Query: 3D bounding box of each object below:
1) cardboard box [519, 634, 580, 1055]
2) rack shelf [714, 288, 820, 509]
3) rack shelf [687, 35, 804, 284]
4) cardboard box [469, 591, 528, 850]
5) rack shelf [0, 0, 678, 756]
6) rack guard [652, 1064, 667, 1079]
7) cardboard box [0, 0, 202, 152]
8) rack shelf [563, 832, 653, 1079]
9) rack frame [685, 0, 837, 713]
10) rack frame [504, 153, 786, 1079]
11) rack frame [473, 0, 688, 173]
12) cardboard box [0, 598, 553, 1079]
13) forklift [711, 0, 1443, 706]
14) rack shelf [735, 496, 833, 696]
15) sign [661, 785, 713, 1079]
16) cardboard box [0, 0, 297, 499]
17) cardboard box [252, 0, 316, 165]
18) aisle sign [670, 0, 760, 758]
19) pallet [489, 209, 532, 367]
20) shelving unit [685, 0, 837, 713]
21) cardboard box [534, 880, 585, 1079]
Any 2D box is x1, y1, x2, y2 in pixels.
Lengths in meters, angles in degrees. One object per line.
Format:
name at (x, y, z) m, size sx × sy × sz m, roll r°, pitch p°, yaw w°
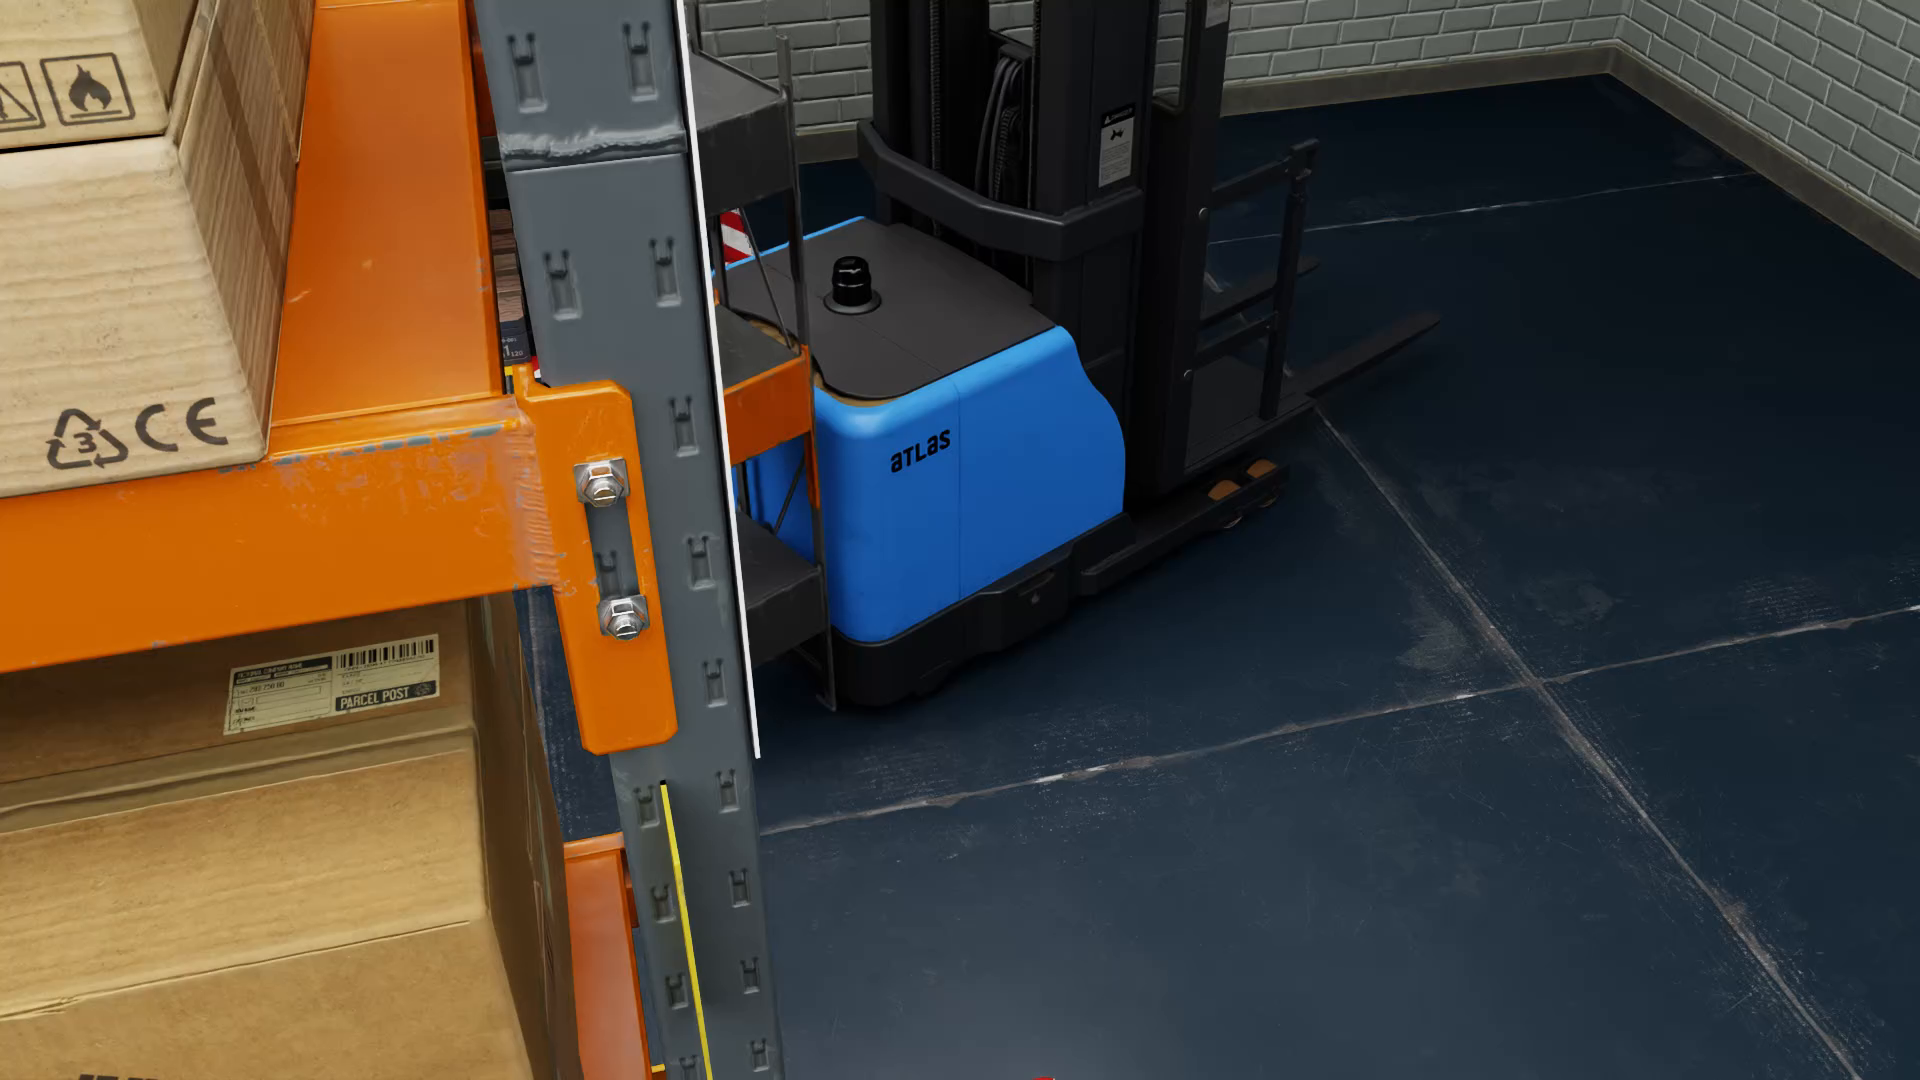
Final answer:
cardboard box at (-0.880, 0.512, 2.530) m, size 0.500 × 0.500 × 0.500 m, roll -9°, pitch 38°, yaw -11°
rack shelf at (-0.702, -0.288, 4.418) m, size 0.480 × 0.518 × 0.431 m, roll -29°, pitch 46°, yaw -31°
rack shelf at (-0.706, -0.842, 3.989) m, size 0.480 × 0.518 × 0.431 m, roll -29°, pitch 46°, yaw -31°
cardboard box at (-0.880, 0.115, 2.226) m, size 0.500 × 0.500 × 0.500 m, roll -8°, pitch 38°, yaw -11°
rack shelf at (-2.313, 0.047, 1.343) m, size 4.000 × 0.370 × 1.077 m, roll -9°, pitch 38°, yaw -12°
rack guard at (-0.456, 1.641, 3.194) m, size 0.348 × 0.500 × 1.175 m, roll -9°, pitch 38°, yaw -12°
cardboard box at (-0.812, -0.464, 1.130) m, size 0.500 × 0.250 × 0.500 m, roll -9°, pitch 38°, yaw -12°
rack shelf at (-2.313, 1.238, 2.254) m, size 4.000 × 0.370 × 1.077 m, roll -9°, pitch 38°, yaw -12°
rack frame at (-0.520, -0.399, 4.537) m, size 0.015 × 2.100 × 0.400 m, roll -29°, pitch 46°, yaw -31°
rack frame at (-0.383, 0.636, 2.450) m, size 0.127 × 3.000 × 1.000 m, roll -9°, pitch 38°, yaw -12°
rack frame at (-0.383, -1.747, 0.627) m, size 0.127 × 3.000 × 1.000 m, roll -9°, pitch 38°, yaw -12°
cardboard box at (-0.741, 0.431, 1.813) m, size 0.500 × 0.500 × 0.500 m, roll -10°, pitch 38°, yaw -12°
forklift at (0.534, -1.423, 5.198) m, size 3.031 × 2.935 × 1.130 m, roll -28°, pitch 45°, yaw -31°
rack shelf at (-0.698, 0.265, 4.846) m, size 0.480 × 0.518 × 0.431 m, roll -29°, pitch 46°, yaw -31°
sign at (-0.257, 0.379, 1.573) m, size 0.005 × 0.325 × 0.100 m, roll -9°, pitch 38°, yaw -12°
cardboard box at (-0.810, -0.260, 1.276) m, size 0.500 × 0.250 × 0.500 m, roll -9°, pitch 38°, yaw -12°
cardboard box at (-0.945, -0.564, 1.673) m, size 0.500 × 0.250 × 0.500 m, roll -9°, pitch 38°, yaw -12°
aisle sign at (-0.237, -0.228, 1.439) m, size 0.004 × 0.787 × 0.394 m, roll -9°, pitch 38°, yaw -12°
pallet at (-2.429, -0.989, 6.869) m, size 1.213 × 0.211 × 1.003 m, roll -9°, pitch 38°, yaw -12°
shelving unit at (-0.702, -0.299, 4.409) m, size 0.503 × 2.100 × 0.431 m, roll -29°, pitch 46°, yaw -31°
cardboard box at (-0.744, 0.827, 2.118) m, size 0.500 × 0.500 × 0.500 m, roll -8°, pitch 38°, yaw -11°
